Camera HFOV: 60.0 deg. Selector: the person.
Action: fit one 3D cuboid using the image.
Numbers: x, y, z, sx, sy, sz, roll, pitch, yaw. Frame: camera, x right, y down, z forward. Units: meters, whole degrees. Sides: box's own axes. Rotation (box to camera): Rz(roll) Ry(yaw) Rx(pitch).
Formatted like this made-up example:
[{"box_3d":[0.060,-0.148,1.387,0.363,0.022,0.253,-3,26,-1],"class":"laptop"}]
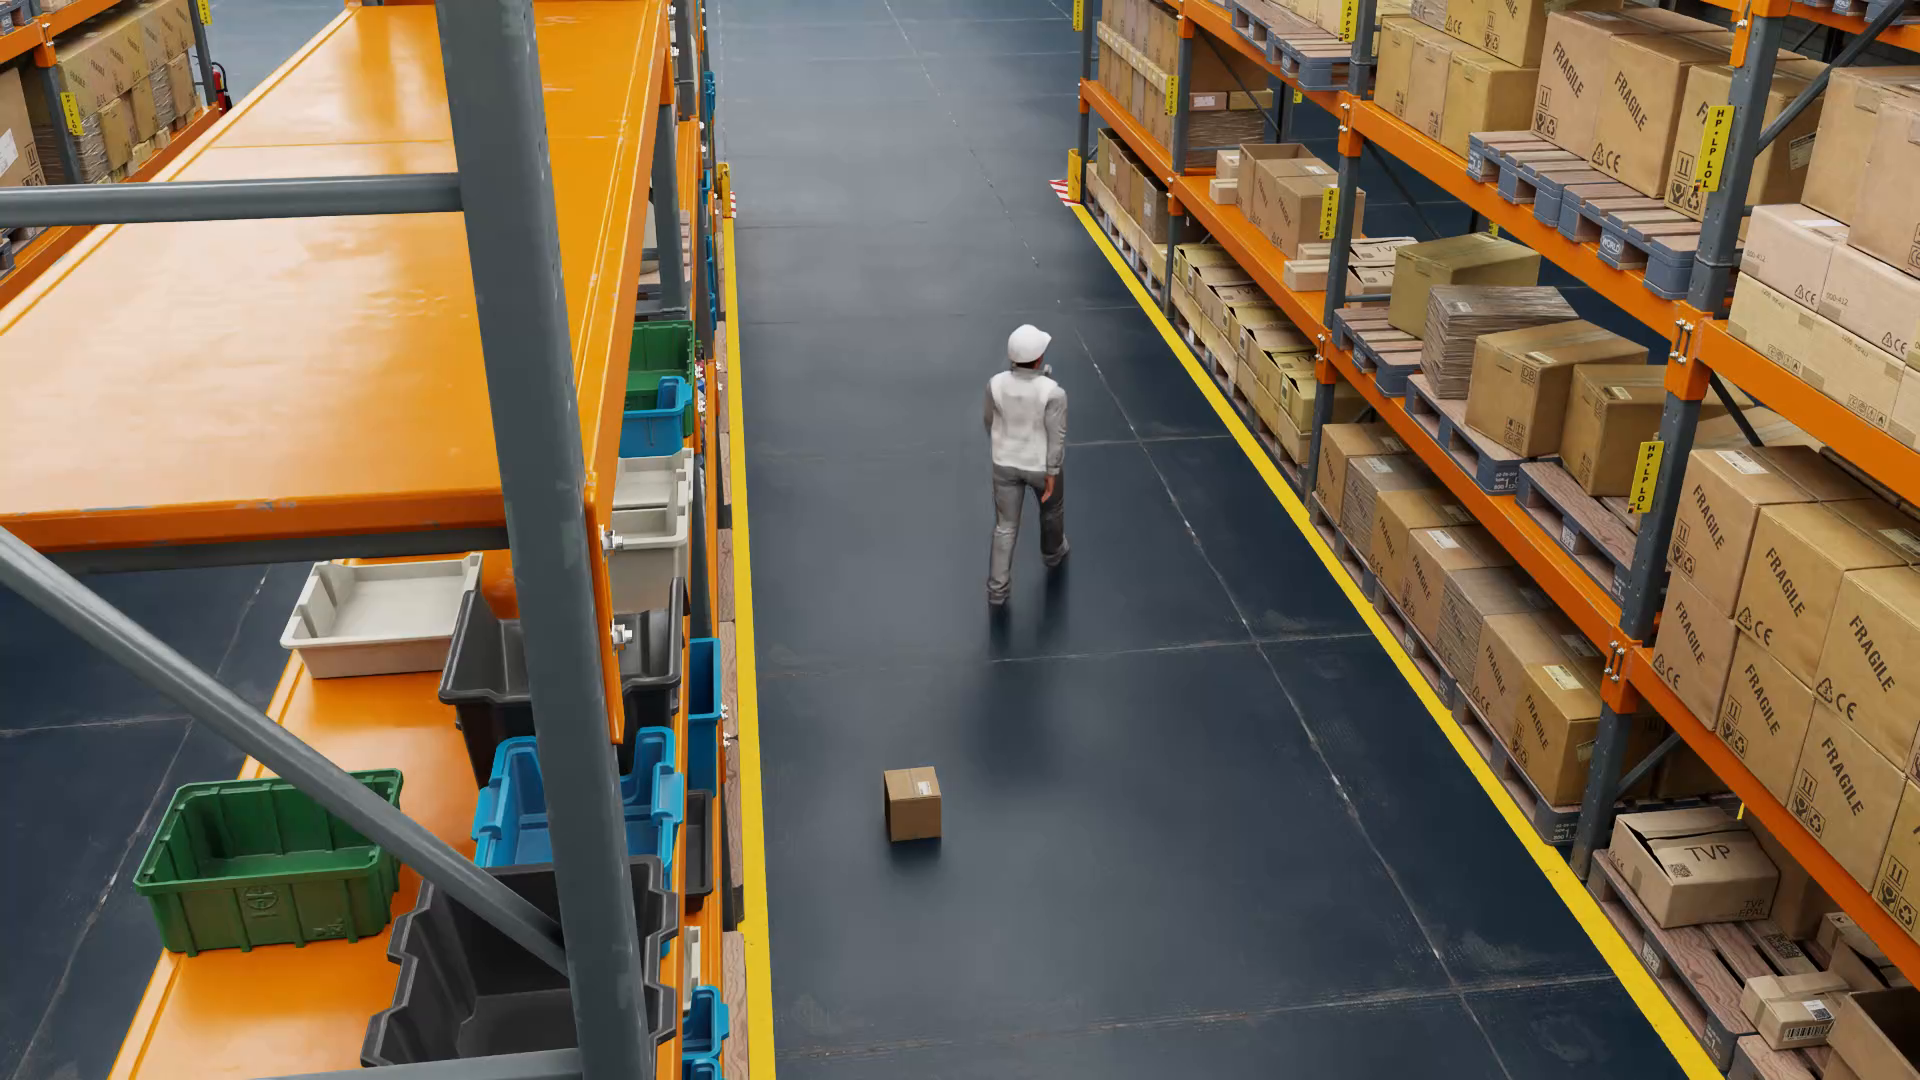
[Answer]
[{"box_3d":[0.403,-0.512,10.085,0.539,1.725,1.032,8,28,15],"class":"person"}]
